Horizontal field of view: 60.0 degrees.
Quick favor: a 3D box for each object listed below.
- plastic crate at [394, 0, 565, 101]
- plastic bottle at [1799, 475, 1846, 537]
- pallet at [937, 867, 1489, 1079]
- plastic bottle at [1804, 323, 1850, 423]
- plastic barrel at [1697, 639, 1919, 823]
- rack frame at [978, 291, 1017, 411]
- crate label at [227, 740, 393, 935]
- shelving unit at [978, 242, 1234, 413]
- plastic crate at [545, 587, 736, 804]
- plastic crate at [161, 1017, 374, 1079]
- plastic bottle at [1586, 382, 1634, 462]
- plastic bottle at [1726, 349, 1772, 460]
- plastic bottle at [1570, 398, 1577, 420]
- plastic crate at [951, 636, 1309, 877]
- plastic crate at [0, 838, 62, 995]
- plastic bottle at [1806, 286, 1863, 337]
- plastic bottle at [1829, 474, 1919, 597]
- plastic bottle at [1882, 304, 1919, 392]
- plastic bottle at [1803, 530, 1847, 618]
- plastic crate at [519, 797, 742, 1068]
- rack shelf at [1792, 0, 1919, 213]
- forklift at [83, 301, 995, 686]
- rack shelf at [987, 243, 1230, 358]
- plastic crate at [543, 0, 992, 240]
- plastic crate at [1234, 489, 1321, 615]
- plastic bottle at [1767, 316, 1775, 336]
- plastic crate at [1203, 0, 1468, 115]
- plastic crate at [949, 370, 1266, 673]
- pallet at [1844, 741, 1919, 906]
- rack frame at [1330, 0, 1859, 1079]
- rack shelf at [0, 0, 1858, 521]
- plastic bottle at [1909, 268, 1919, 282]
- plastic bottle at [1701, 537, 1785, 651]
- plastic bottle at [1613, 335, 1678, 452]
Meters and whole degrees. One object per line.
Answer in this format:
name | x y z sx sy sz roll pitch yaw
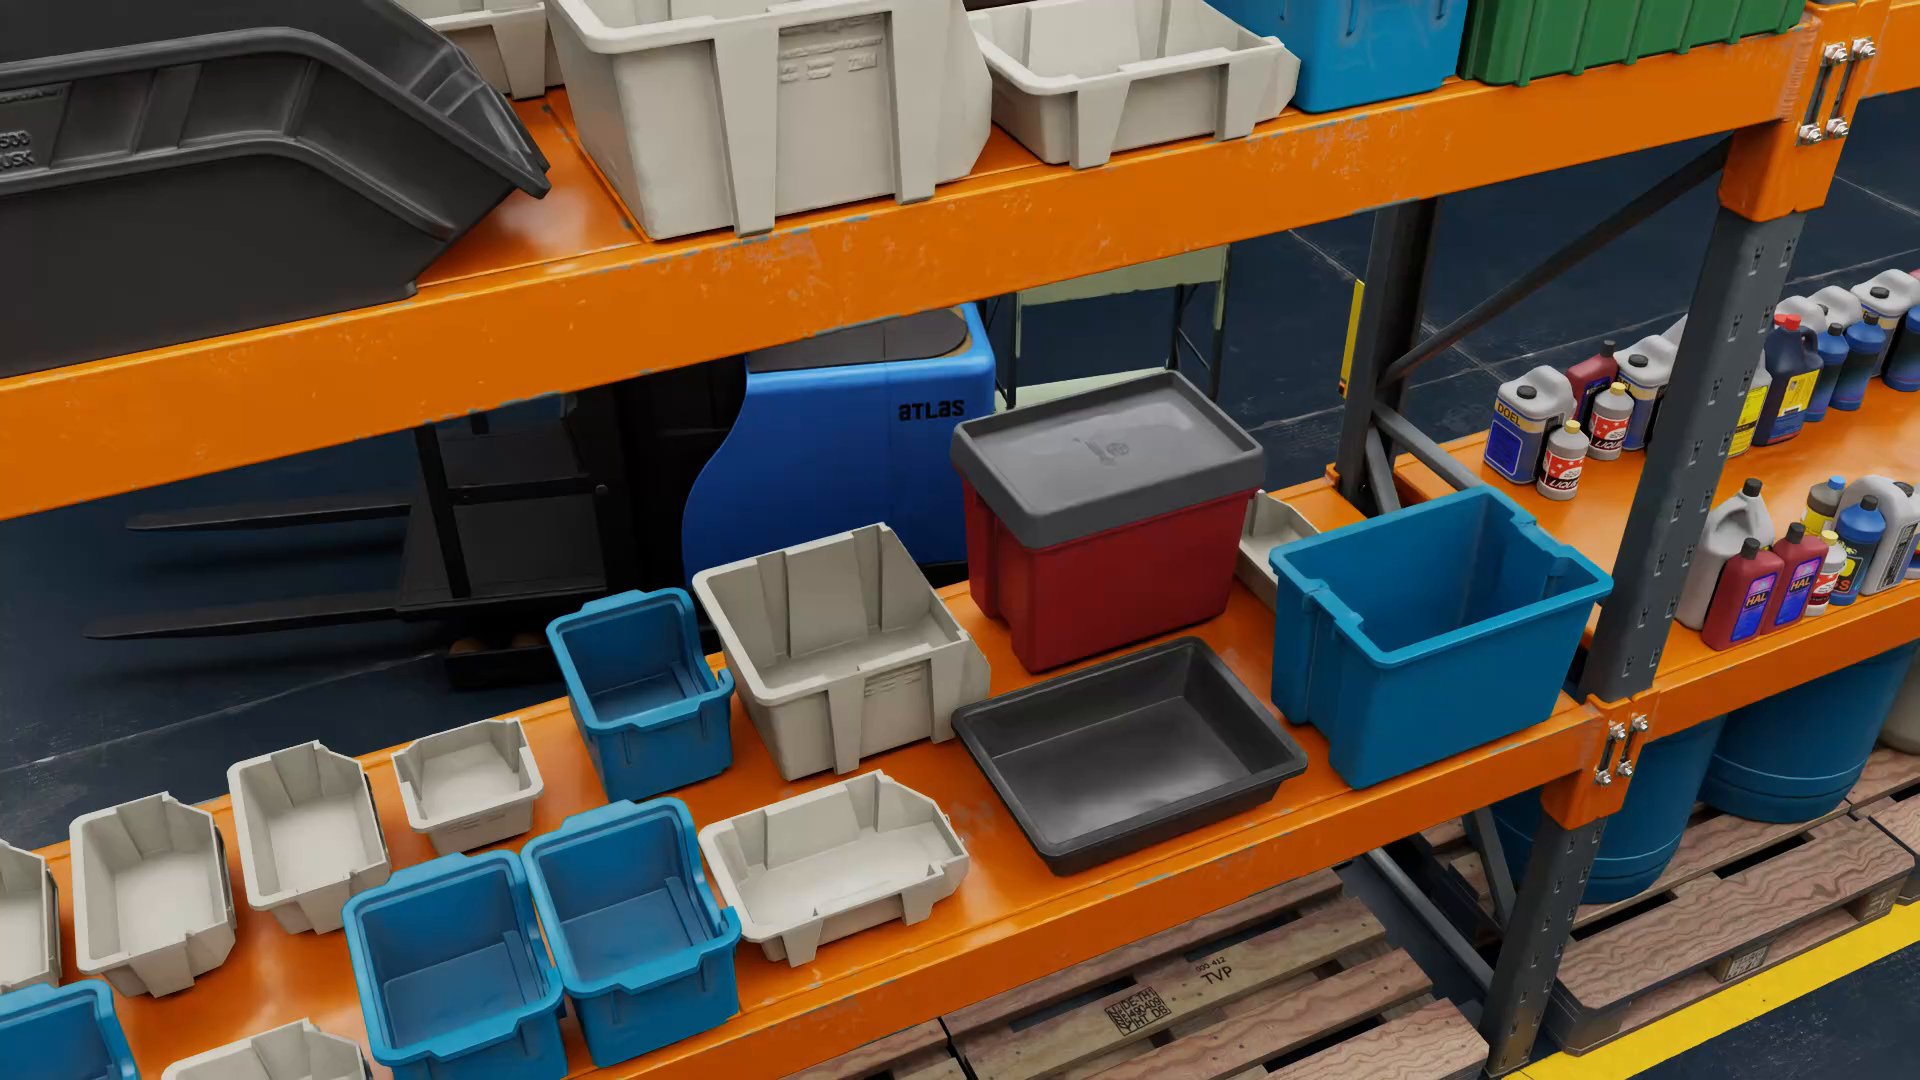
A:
plastic crate | -0.627 -0.819 2.539 0.530 0.136 0.437 -16 39 -20
plastic bottle | 2.072 -0.062 3.983 0.097 0.201 0.097 0 37 0
pallet | 0.580 1.252 4.385 1.213 0.211 1.003 -16 39 -20
plastic bottle | 2.306 -0.455 4.454 0.097 0.271 0.097 0 37 0
plastic barrel | 2.370 0.291 4.749 0.708 0.901 0.600 -16 39 -20
rack frame | 0.124 -0.548 5.730 0.023 1.500 0.400 -9 38 -12
crate label | -1.220 0.566 3.140 0.243 0.136 0.396 -16 39 -20
shelving unit | 0.478 -0.605 5.807 0.755 1.500 0.431 -9 38 -12
plastic crate | -0.642 0.322 3.388 0.300 0.233 0.416 -16 39 -20
plastic crate | -1.089 0.926 2.655 0.298 0.136 0.250 -16 39 -20
plastic bottle | 1.689 -0.315 4.323 0.097 0.201 0.097 0 37 0
plastic bottle | 1.984 -0.387 4.295 0.185 0.351 0.144 -16 39 -20
plastic bottle | 1.542 -0.314 4.322 0.097 0.201 0.097 0 37 0
plastic crate | 0.330 0.439 3.320 0.590 0.125 0.437 -16 39 -20
plastic crate | -1.730 0.715 2.939 0.243 0.136 0.396 -16 39 -20
plastic bottle | 2.358 -0.554 4.583 0.135 0.276 0.152 -16 39 -20
plastic bottle | 2.141 -0.030 3.877 0.135 0.276 0.152 -16 39 -20
plastic bottle | 2.638 -0.548 4.579 0.097 0.271 0.097 0 37 0
plastic bottle | 1.960 0.069 3.806 0.097 0.201 0.097 0 37 0
plastic crate | -0.565 0.686 2.897 0.300 0.233 0.416 -16 39 -20
rack shelf | 3.040 -1.497 3.837 4.000 0.370 1.077 -16 39 -20
forklift | -1.439 -1.026 5.173 3.031 2.935 1.130 -6 37 -8
rack shelf | 0.478 -0.919 5.575 0.720 0.370 0.431 -9 38 -12
plastic crate | -0.254 -0.615 2.142 0.530 0.282 0.437 -16 39 -20
plastic crate | 0.747 0.047 3.839 0.243 0.136 0.396 -16 39 -20
plastic bottle | 2.090 -0.511 4.463 0.185 0.351 0.144 -16 39 -20
plastic crate | 0.541 -0.810 2.447 0.300 0.233 0.416 -16 39 -20
plastic crate | 0.314 -0.034 3.674 0.583 0.464 0.402 -16 39 -20
pallet | 3.051 0.561 5.317 1.213 0.211 1.003 -16 39 -20
rack frame | 1.229 -0.075 3.834 0.127 3.000 1.000 -16 39 -20
rack shelf | -0.581 -0.485 2.472 4.000 0.370 1.077 -16 39 -20
plastic bottle | 2.758 -0.699 4.772 0.133 0.283 0.061 -16 39 -20
plastic bottle | 1.742 0.109 3.683 0.133 0.283 0.061 -16 39 -20
plastic bottle | 1.779 -0.392 4.365 0.135 0.276 0.152 -16 39 -20
